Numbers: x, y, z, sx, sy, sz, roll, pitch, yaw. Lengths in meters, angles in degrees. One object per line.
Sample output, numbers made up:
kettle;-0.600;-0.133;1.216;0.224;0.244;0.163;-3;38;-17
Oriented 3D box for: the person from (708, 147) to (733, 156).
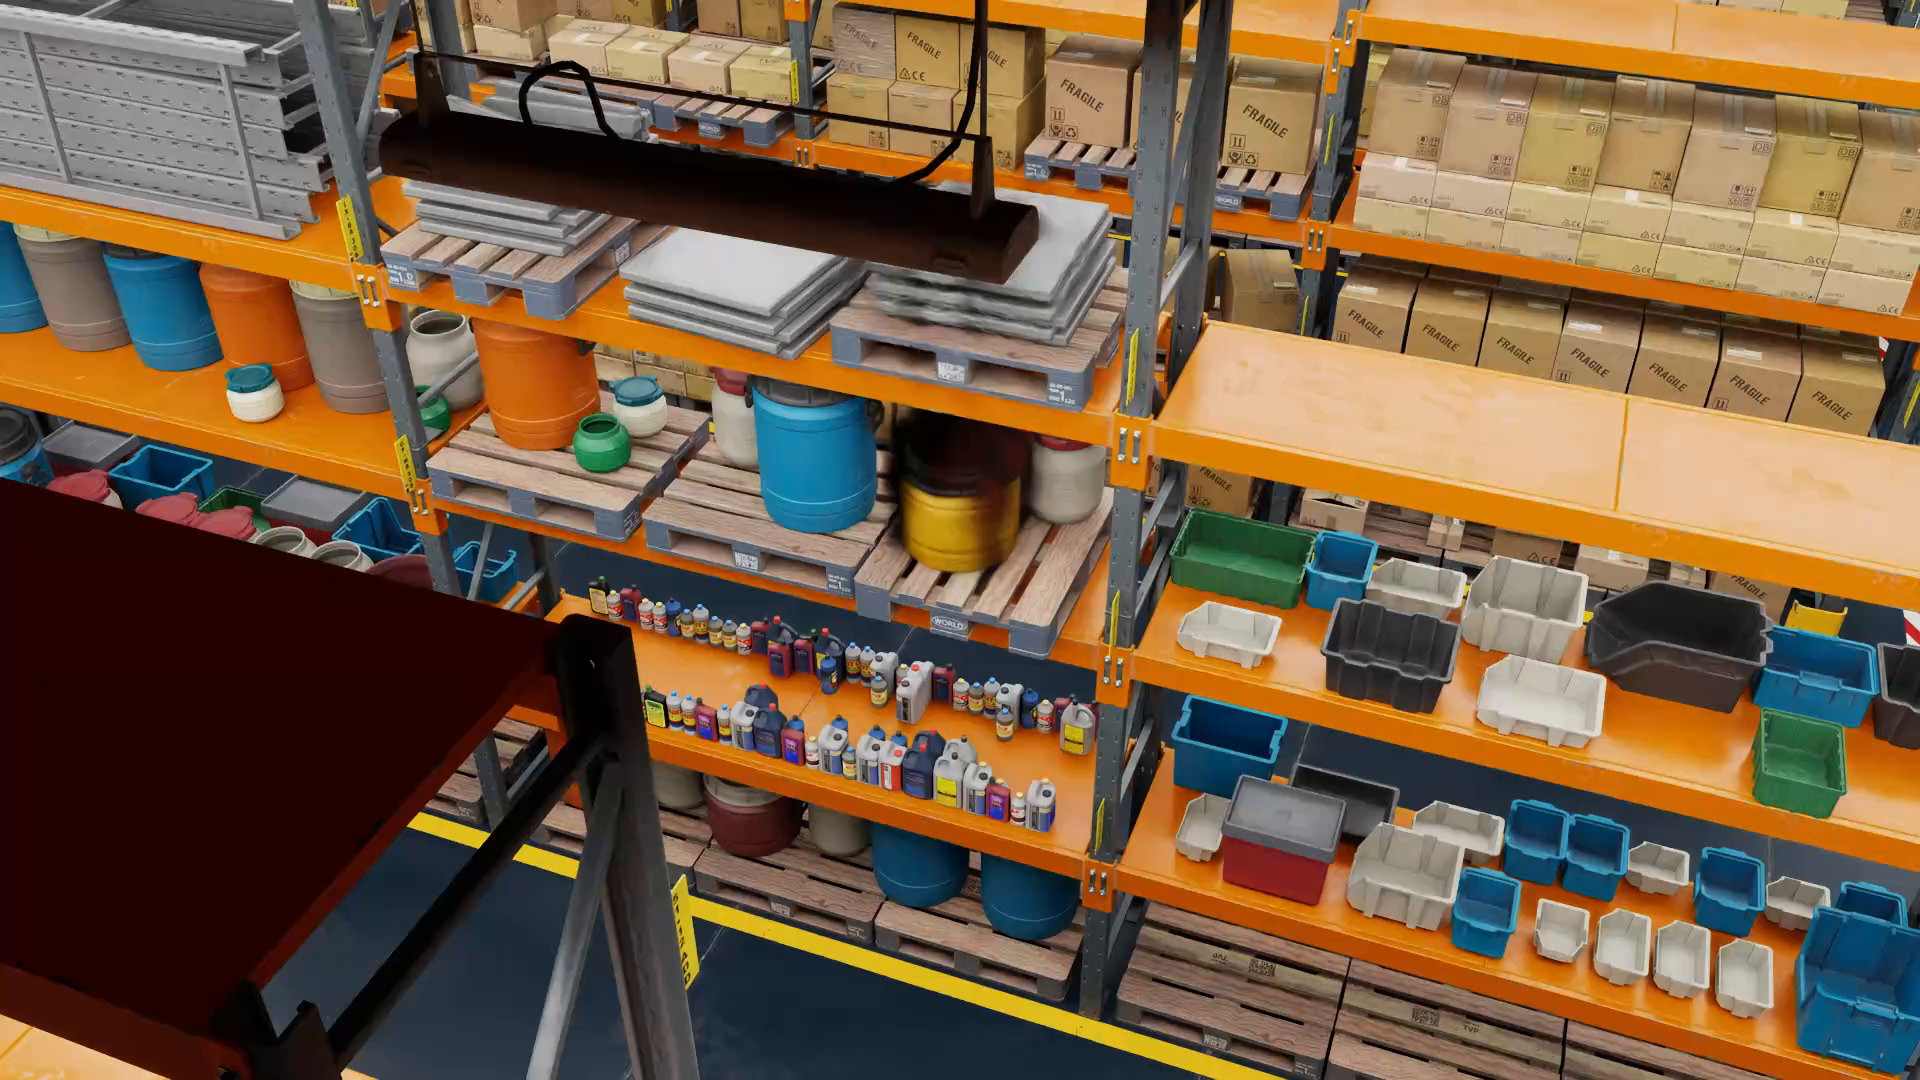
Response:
person;-2.215;-3.109;16.299;0.751;1.630;0.607;-13;38;-17
